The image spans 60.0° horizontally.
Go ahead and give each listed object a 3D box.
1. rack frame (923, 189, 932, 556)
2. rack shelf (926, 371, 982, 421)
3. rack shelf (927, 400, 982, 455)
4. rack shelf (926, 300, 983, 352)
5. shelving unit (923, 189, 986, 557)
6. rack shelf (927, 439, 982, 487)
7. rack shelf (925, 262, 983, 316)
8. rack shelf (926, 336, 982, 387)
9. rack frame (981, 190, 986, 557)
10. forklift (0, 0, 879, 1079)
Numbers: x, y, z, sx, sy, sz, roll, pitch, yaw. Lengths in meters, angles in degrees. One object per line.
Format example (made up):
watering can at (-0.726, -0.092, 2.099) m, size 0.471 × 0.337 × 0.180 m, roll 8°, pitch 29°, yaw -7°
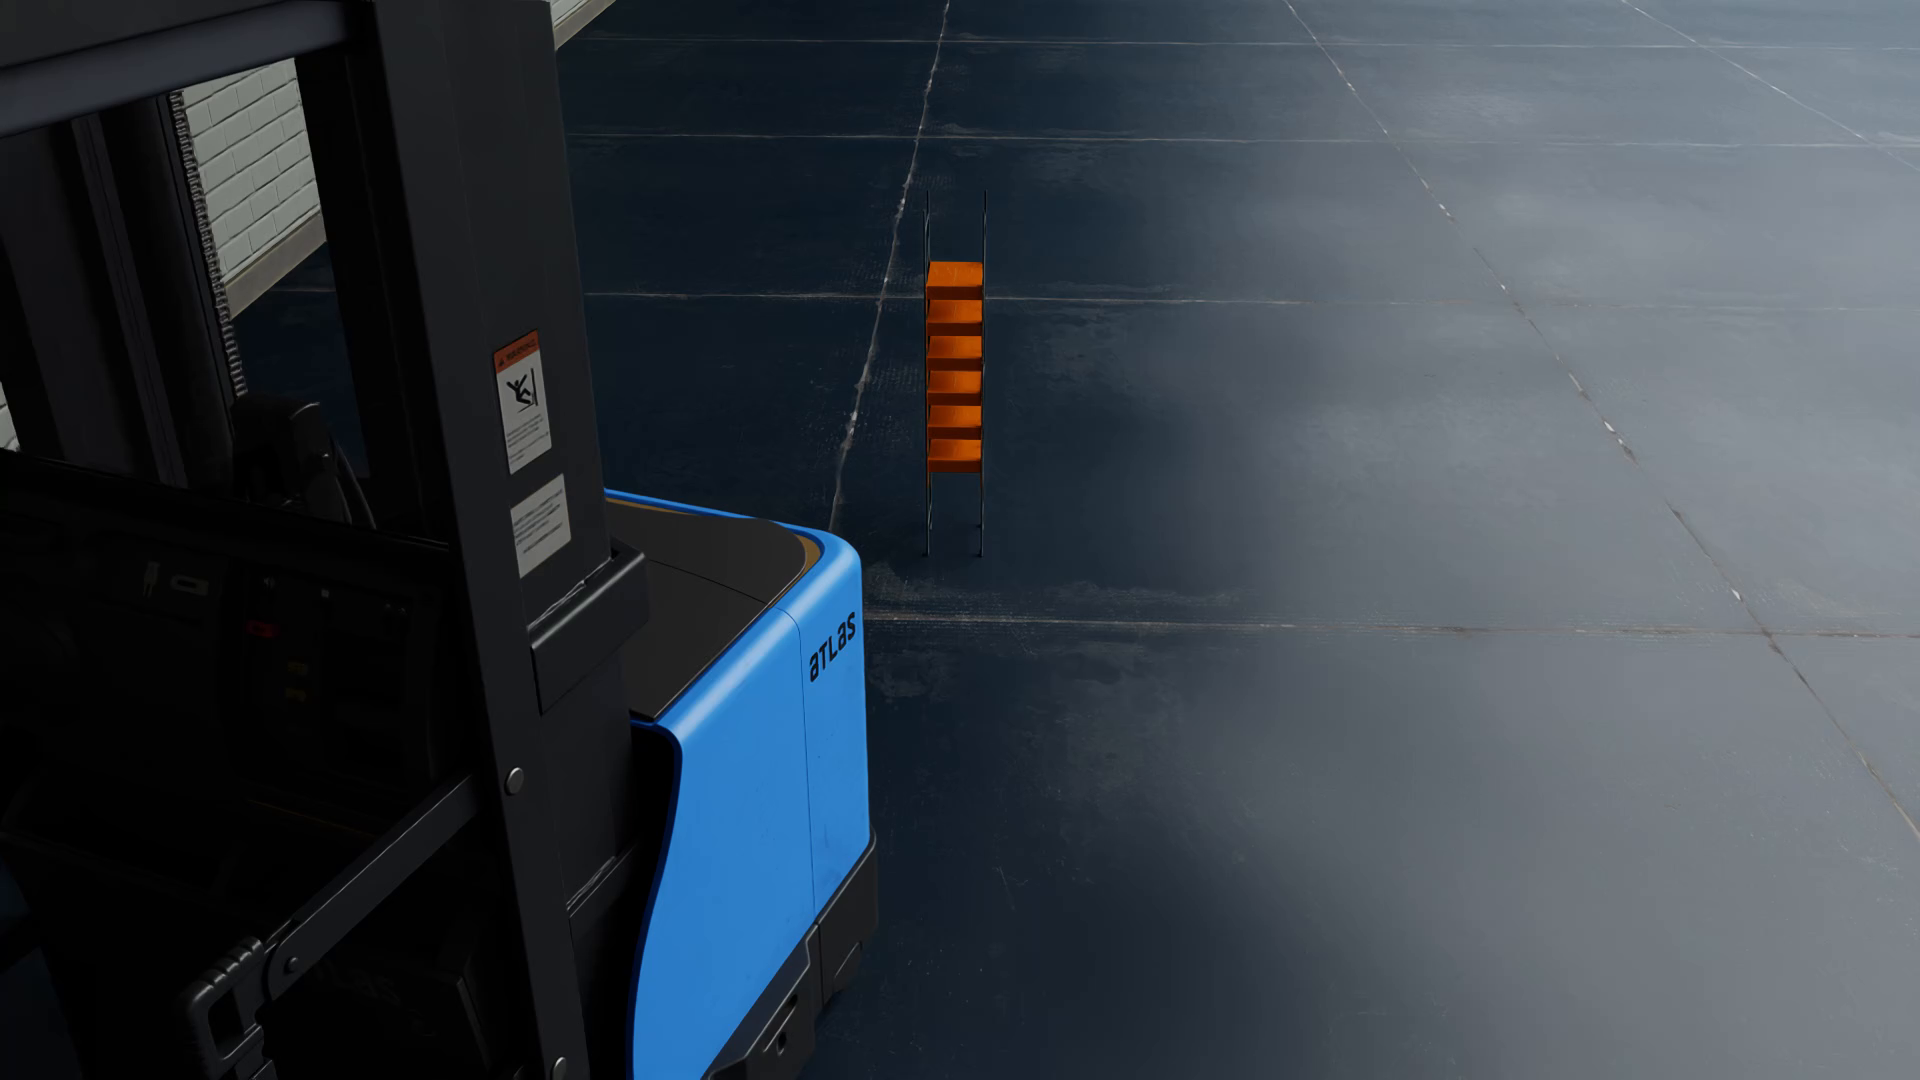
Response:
rack frame at (-0.106, -0.532, 5.472) m, size 0.006 × 1.200 × 0.240 m, roll 1°, pitch 28°, yaw 2°
rack shelf at (-0.014, -0.491, 5.490) m, size 0.180 × 0.103 × 0.258 m, roll 1°, pitch 28°, yaw 2°
rack shelf at (-0.014, -0.385, 5.546) m, size 0.180 × 0.103 × 0.258 m, roll 1°, pitch 28°, yaw 2°
rack shelf at (-0.014, -0.703, 5.378) m, size 0.180 × 0.103 × 0.258 m, roll 1°, pitch 28°, yaw 2°
shelving unit at (-0.014, -0.530, 5.469) m, size 0.189 × 1.200 × 0.258 m, roll 1°, pitch 28°, yaw 2°
rack shelf at (-0.014, -0.279, 5.603) m, size 0.180 × 0.103 × 0.258 m, roll 1°, pitch 28°, yaw 2°
rack shelf at (-0.014, -0.809, 5.322) m, size 0.180 × 0.103 × 0.258 m, roll 1°, pitch 28°, yaw 2°
rack shelf at (-0.014, -0.597, 5.434) m, size 0.180 × 0.103 × 0.258 m, roll 1°, pitch 28°, yaw 2°
rack frame at (0.077, -0.529, 5.467) m, size 0.006 × 1.200 × 0.240 m, roll 1°, pitch 28°, yaw 2°
forklift at (-1.215, 0.199, 2.245) m, size 1.130 × 2.935 × 3.031 m, roll 11°, pitch 30°, yaw 19°
